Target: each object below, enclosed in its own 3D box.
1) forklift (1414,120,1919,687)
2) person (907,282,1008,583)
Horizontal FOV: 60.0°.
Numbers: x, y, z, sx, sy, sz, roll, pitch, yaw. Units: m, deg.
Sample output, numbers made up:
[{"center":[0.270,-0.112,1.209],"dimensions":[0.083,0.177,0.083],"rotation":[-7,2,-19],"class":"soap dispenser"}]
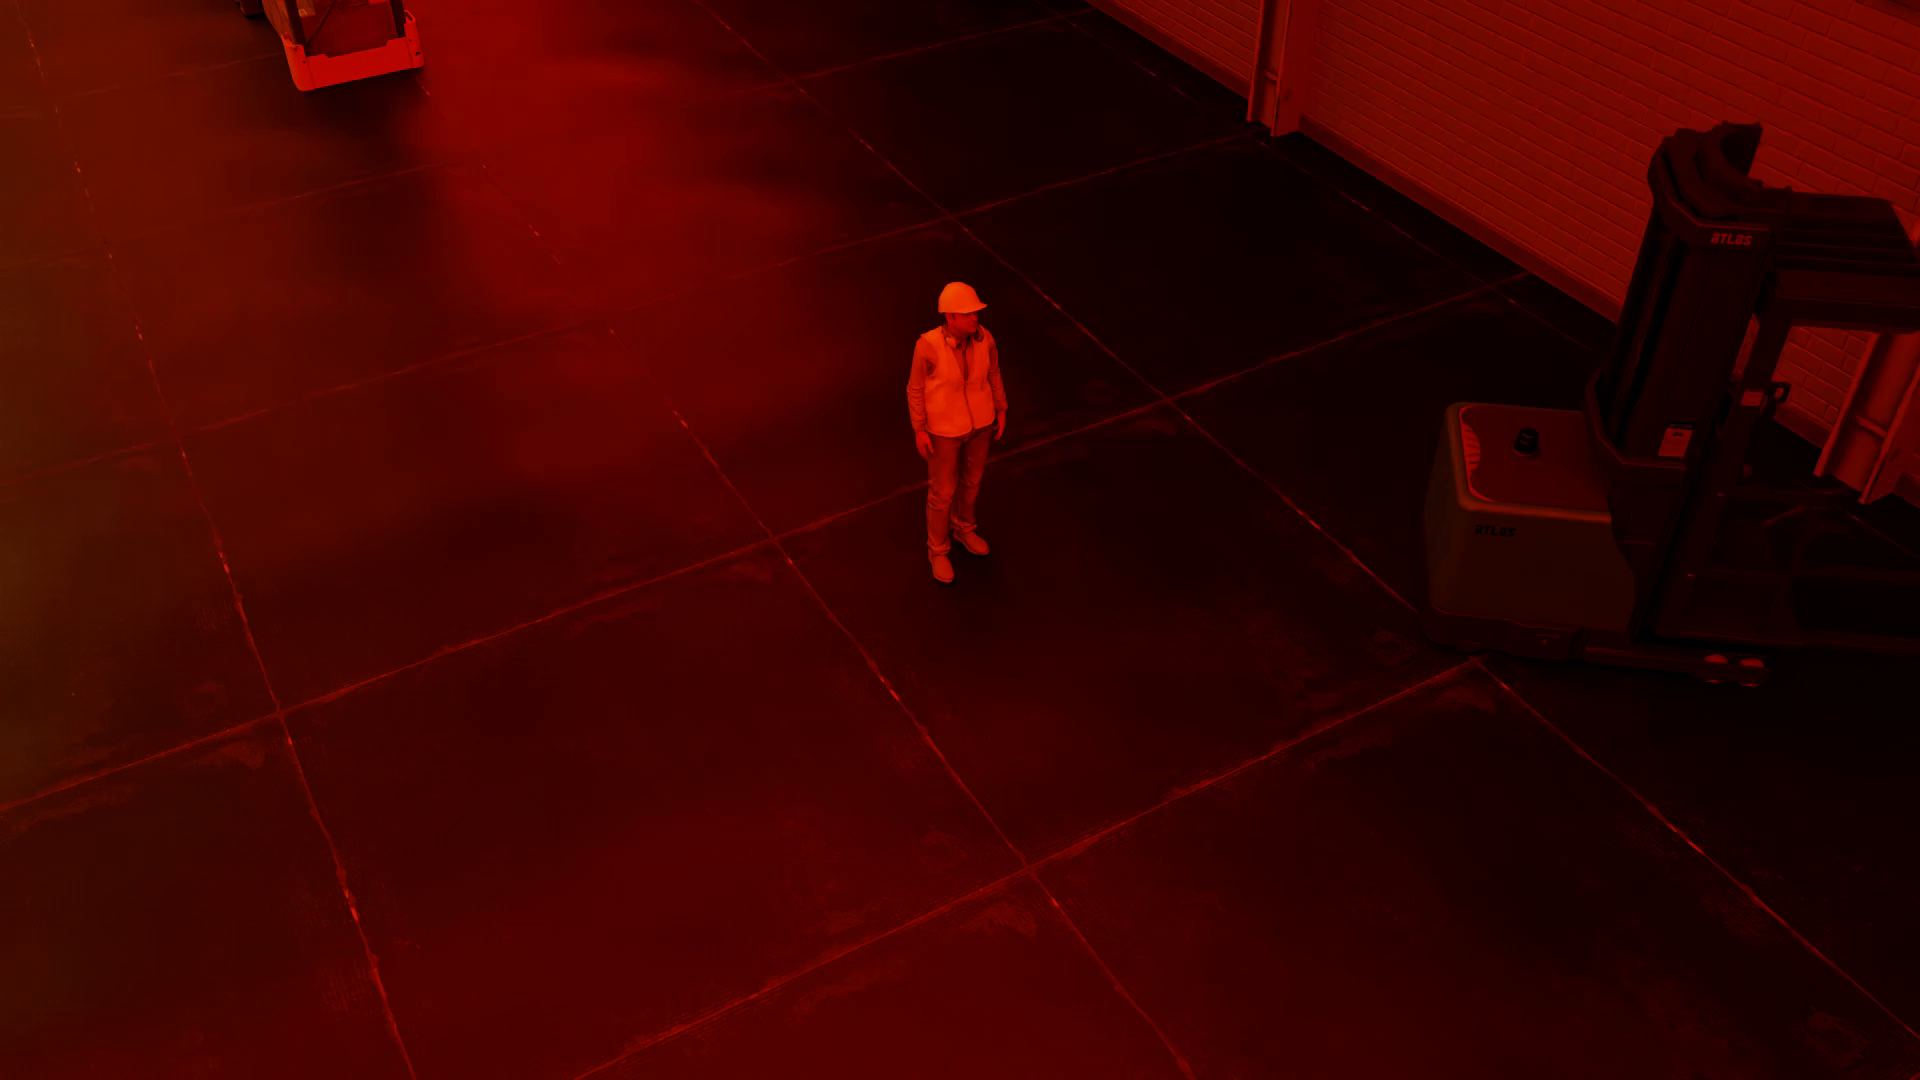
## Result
[{"center":[4.229,-0.669,8.842],"dimensions":[3.031,2.935,1.130],"rotation":[6,40,7],"class":"forklift"},{"center":[0.024,-0.650,9.718],"dimensions":[0.632,1.768,0.568],"rotation":[-20,44,-23],"class":"person"}]
